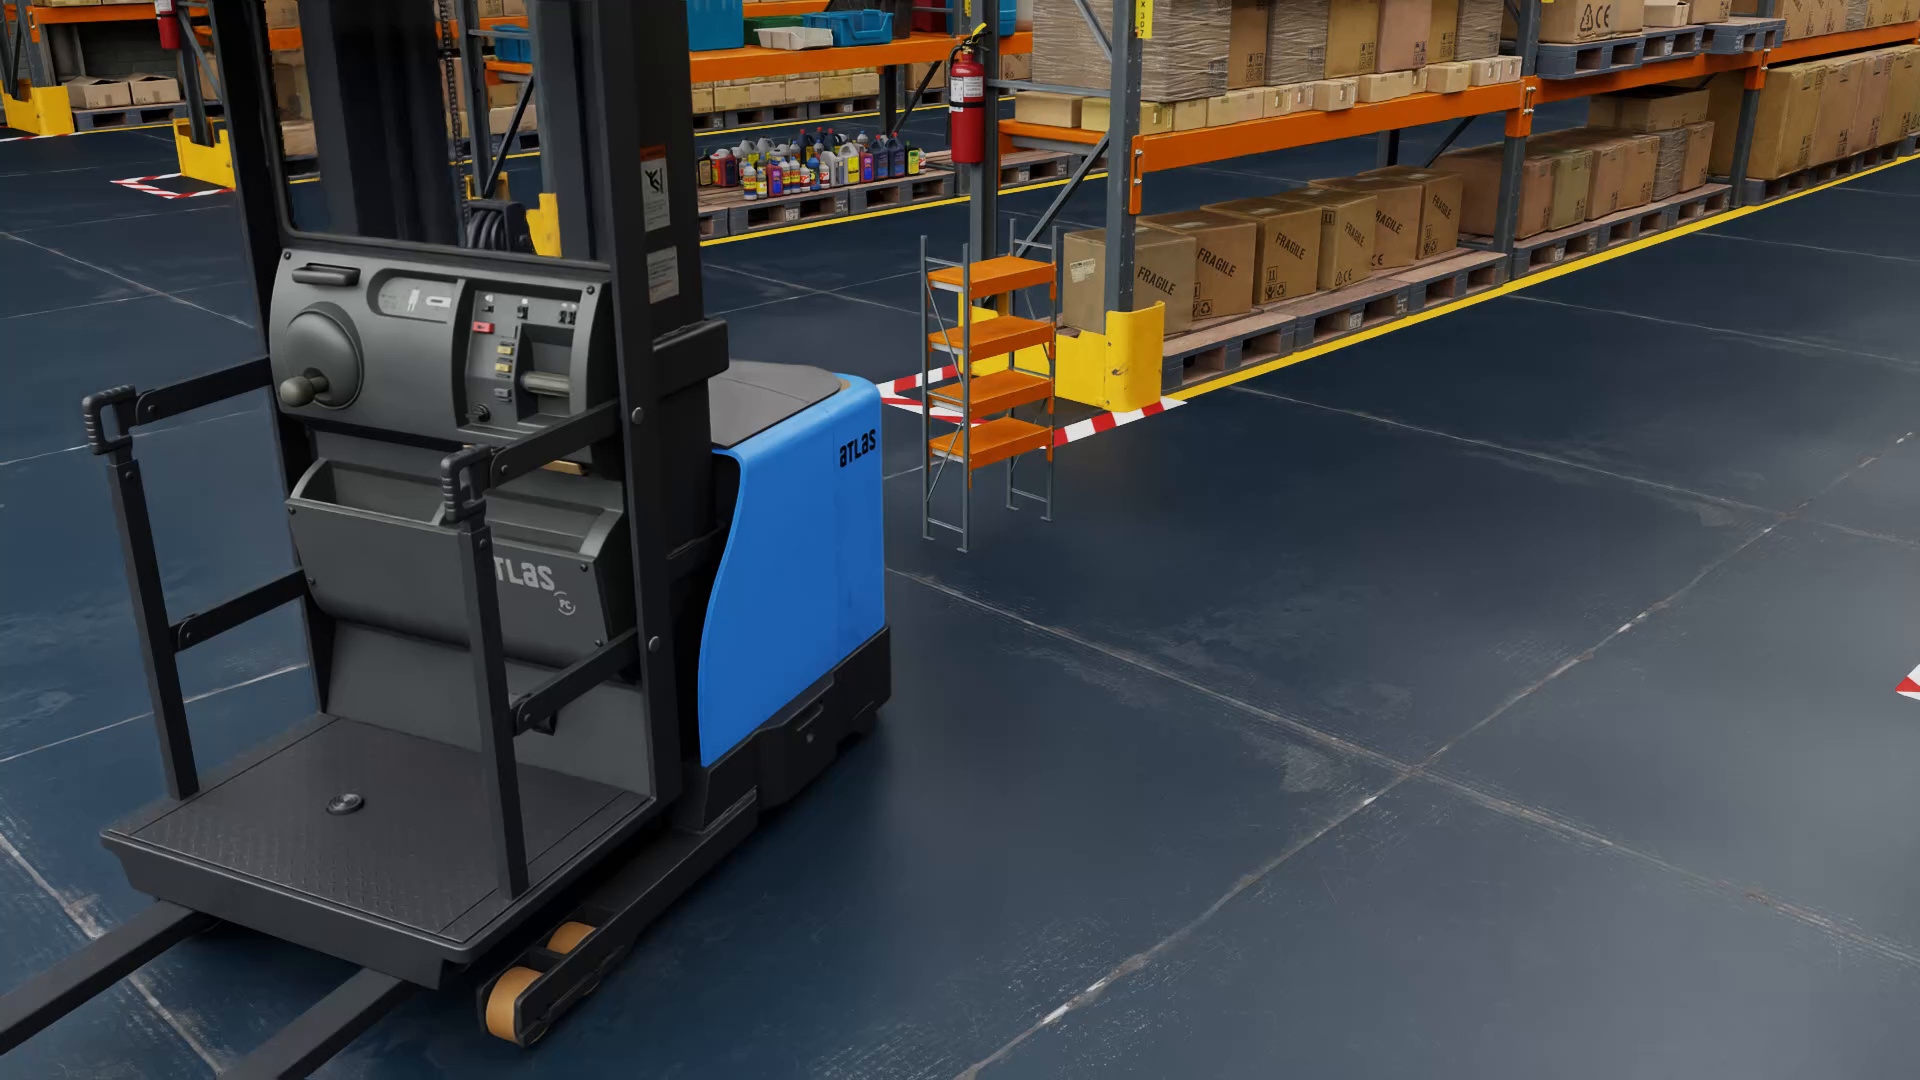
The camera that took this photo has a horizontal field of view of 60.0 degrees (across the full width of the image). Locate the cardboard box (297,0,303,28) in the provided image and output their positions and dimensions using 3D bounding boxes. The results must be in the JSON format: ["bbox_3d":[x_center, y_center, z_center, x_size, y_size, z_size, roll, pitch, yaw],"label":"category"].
[{"bbox_3d":[-5.947,-4.970,15.185,0.500,0.500,0.700,-19,28,-41],"label":"cardboard box"}]

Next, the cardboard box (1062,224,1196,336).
[{"bbox_3d":[0.898,-1.376,8.871,0.500,0.500,0.500,-14,25,-32],"label":"cardboard box"}]

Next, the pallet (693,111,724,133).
[{"bbox_3d":[-3.369,-4.596,18.238,1.003,0.211,1.213,19,28,41],"label":"pallet"}]

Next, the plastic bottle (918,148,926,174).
[{"bbox_3d":[-0.338,-3.186,13.970,0.097,0.201,0.097,0,21,0],"label":"plastic bottle"}]

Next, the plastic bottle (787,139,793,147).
[{"bbox_3d":[-1.445,-3.211,13.921,0.133,0.283,0.061,-19,28,-40],"label":"plastic bottle"}]

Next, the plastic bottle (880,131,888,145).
[{"bbox_3d":[-0.654,-3.225,13.864,0.144,0.351,0.185,19,28,41],"label":"plastic bottle"}]

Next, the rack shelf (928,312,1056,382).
[{"bbox_3d":[0.115,-0.749,6.414,0.258,0.148,0.480,19,28,41],"label":"rack shelf"}]

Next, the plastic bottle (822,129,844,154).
[{"bbox_3d":[-1.065,-3.287,14.025,0.144,0.351,0.185,19,28,41],"label":"plastic bottle"}]

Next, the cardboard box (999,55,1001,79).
[{"bbox_3d":[0.173,-6.075,21.069,0.500,0.500,0.500,19,28,40],"label":"cardboard box"}]

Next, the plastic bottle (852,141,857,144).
[{"bbox_3d":[-0.916,-3.359,14.419,0.097,0.201,0.097,0,21,0],"label":"plastic bottle"}]

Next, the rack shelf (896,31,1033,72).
[{"bbox_3d":[1.087,-4.636,15.459,1.077,0.370,4.000,19,28,41],"label":"rack shelf"}]

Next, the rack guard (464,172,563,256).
[{"bbox_3d":[-3.079,-2.294,11.847,1.175,0.500,0.348,19,28,41],"label":"rack guard"}]

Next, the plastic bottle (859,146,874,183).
[{"bbox_3d":[-0.769,-3.056,13.518,0.133,0.283,0.061,-18,27,-39],"label":"plastic bottle"}]

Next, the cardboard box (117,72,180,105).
[{"bbox_3d":[-9.252,-5.161,18.957,0.500,0.311,0.500,-17,27,-38],"label":"cardboard box"}]

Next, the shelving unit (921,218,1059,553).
[{"bbox_3d":[0.115,-0.603,6.470,0.258,1.200,0.503,19,28,41],"label":"shelving unit"}]

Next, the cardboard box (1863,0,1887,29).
[{"bbox_3d":[7.981,-4.871,14.928,0.500,0.500,0.500,19,28,40],"label":"cardboard box"}]

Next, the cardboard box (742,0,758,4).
[{"bbox_3d":[-2.590,-6.203,18.392,0.500,0.500,0.500,19,28,41],"label":"cardboard box"}]

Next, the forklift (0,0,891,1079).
[{"bbox_3d":[-1.297,-0.432,3.613,1.130,2.935,3.031,10,23,23],"label":"forklift"}]

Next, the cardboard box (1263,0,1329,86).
[{"bbox_3d":[1.496,-2.786,9.089,0.875,0.500,0.500,19,28,41],"label":"cardboard box"}]

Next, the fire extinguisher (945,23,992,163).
[{"bbox_3d":[0.040,-2.240,8.329,0.296,0.674,0.183,19,28,41],"label":"fire extinguisher"}]

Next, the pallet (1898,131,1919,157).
[{"bbox_3d":[9.408,-4.149,17.075,1.003,0.211,1.213,19,28,41],"label":"pallet"}]

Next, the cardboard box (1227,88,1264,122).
[{"bbox_3d":[1.352,-2.276,8.665,0.380,0.149,0.250,19,28,41],"label":"cardboard box"}]

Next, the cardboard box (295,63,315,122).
[{"bbox_3d":[-5.764,-4.144,15.378,0.500,0.500,0.500,19,28,41],"label":"cardboard box"}]

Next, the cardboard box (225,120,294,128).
[{"bbox_3d":[-6.483,-3.795,15.514,0.500,0.250,0.500,19,28,41],"label":"cardboard box"}]

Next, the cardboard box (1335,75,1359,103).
[{"bbox_3d":[2.015,-2.545,9.366,0.380,0.149,0.250,19,28,41],"label":"cardboard box"}]

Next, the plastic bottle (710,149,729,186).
[{"bbox_3d":[-1.936,-3.003,13.391,0.152,0.276,0.135,20,28,41],"label":"plastic bottle"}]

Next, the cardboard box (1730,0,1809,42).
[{"bbox_3d":[6.565,-4.350,13.572,0.500,0.500,0.500,-19,28,-40],"label":"cardboard box"}]

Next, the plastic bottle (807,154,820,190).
[{"bbox_3d":[-1.160,-2.916,13.169,0.097,0.271,0.097,0,21,0],"label":"plastic bottle"}]

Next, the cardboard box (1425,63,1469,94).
[{"bbox_3d":[2.808,-2.769,9.948,0.380,0.149,0.250,19,28,41],"label":"cardboard box"}]

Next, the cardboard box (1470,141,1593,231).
[{"bbox_3d":[4.030,-2.527,11.840,0.700,0.500,0.500,19,28,40],"label":"cardboard box"}]

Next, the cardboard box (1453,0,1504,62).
[{"bbox_3d":[2.882,-3.304,10.435,0.875,0.500,0.500,19,28,41],"label":"cardboard box"}]

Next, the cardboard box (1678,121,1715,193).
[{"bbox_3d":[5.578,-3.108,13.350,0.700,0.500,0.500,17,27,38],"label":"cardboard box"}]

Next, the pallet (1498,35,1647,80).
[{"bbox_3d":[3.878,-3.289,11.218,1.003,0.211,1.213,19,28,41],"label":"pallet"}]

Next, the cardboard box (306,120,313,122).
[{"bbox_3d":[-5.765,-3.795,15.513,0.500,0.250,0.500,19,28,41],"label":"cardboard box"}]

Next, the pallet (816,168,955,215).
[{"bbox_3d":[-0.807,-2.994,14.070,1.003,0.211,1.213,19,28,41],"label":"pallet"}]

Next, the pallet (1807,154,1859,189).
[{"bbox_3d":[7.486,-3.441,15.232,1.003,0.211,1.213,19,28,41],"label":"pallet"}]

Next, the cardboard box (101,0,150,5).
[{"bbox_3d":[-9.277,-6.032,18.267,0.500,0.250,0.500,18,28,39],"label":"cardboard box"}]

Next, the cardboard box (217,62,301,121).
[{"bbox_3d":[-6.484,-4.145,15.381,0.500,0.500,0.500,19,28,41],"label":"cardboard box"}]

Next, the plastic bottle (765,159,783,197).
[{"bbox_3d":[-1.440,-2.809,12.874,0.133,0.283,0.061,-20,28,-41],"label":"plastic bottle"}]

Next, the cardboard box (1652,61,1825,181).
[{"bbox_3d":[6.527,-3.623,14.196,1.225,0.875,0.875,18,27,38],"label":"cardboard box"}]

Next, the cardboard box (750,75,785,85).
[{"bbox_3d":[-2.316,-5.312,18.680,0.500,0.311,0.500,-19,28,-41],"label":"cardboard box"}]

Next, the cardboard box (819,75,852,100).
[{"bbox_3d":[-1.614,-5.310,19.455,0.500,0.250,0.500,19,28,40],"label":"cardboard box"}]

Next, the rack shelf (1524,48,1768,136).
[{"bbox_3d":[4.636,-3.397,12.233,1.077,0.370,4.000,19,28,41],"label":"rack shelf"}]

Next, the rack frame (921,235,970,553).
[{"bbox_3d":[-0.055,-0.540,6.307,0.240,1.200,0.015,19,28,41],"label":"rack frame"}]

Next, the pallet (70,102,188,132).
[{"bbox_3d":[-9.552,-4.827,18.839,1.003,0.211,1.213,19,28,41],"label":"pallet"}]

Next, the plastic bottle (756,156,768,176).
[{"bbox_3d":[-1.610,-3.029,13.561,0.097,0.201,0.097,0,21,0],"label":"plastic bottle"}]

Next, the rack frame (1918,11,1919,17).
[{"bbox_3d":[8.821,-5.275,16.117,1.000,3.000,0.127,19,28,41],"label":"rack frame"}]

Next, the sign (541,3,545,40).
[{"bbox_3d":[-2.708,-3.420,10.906,0.100,0.325,0.005,19,28,41],"label":"sign"}]

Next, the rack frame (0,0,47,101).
[{"bbox_3d":[-10.197,-5.909,17.768,1.000,3.000,0.127,19,28,41],"label":"rack frame"}]

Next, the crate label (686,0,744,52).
[{"bbox_3d":[-2.009,-3.987,12.718,0.502,0.435,0.616,19,28,41],"label":"crate label"}]

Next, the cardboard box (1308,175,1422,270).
[{"bbox_3d":[2.539,-2.006,10.510,0.500,0.500,0.500,-11,23,-25],"label":"cardboard box"}]

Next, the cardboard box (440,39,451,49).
[{"bbox_3d":[-6.905,-6.169,21.316,0.500,0.500,0.700,-19,28,-40],"label":"cardboard box"}]

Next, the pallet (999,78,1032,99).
[{"bbox_3d":[0.335,-5.920,21.682,1.003,0.211,1.213,19,28,41],"label":"pallet"}]

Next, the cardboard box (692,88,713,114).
[{"bbox_3d":[-3.038,-4.784,18.087,0.500,0.250,0.500,-19,28,-41],"label":"cardboard box"}]

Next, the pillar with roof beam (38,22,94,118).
[{"bbox_3d":[-7.244,-8.029,14.920,9.100,9.000,0.400,19,28,41],"label":"pillar with roof beam"}]

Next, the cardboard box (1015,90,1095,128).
[{"bbox_3d":[0.501,-2.198,8.462,0.380,0.149,0.250,19,28,41],"label":"cardboard box"}]
